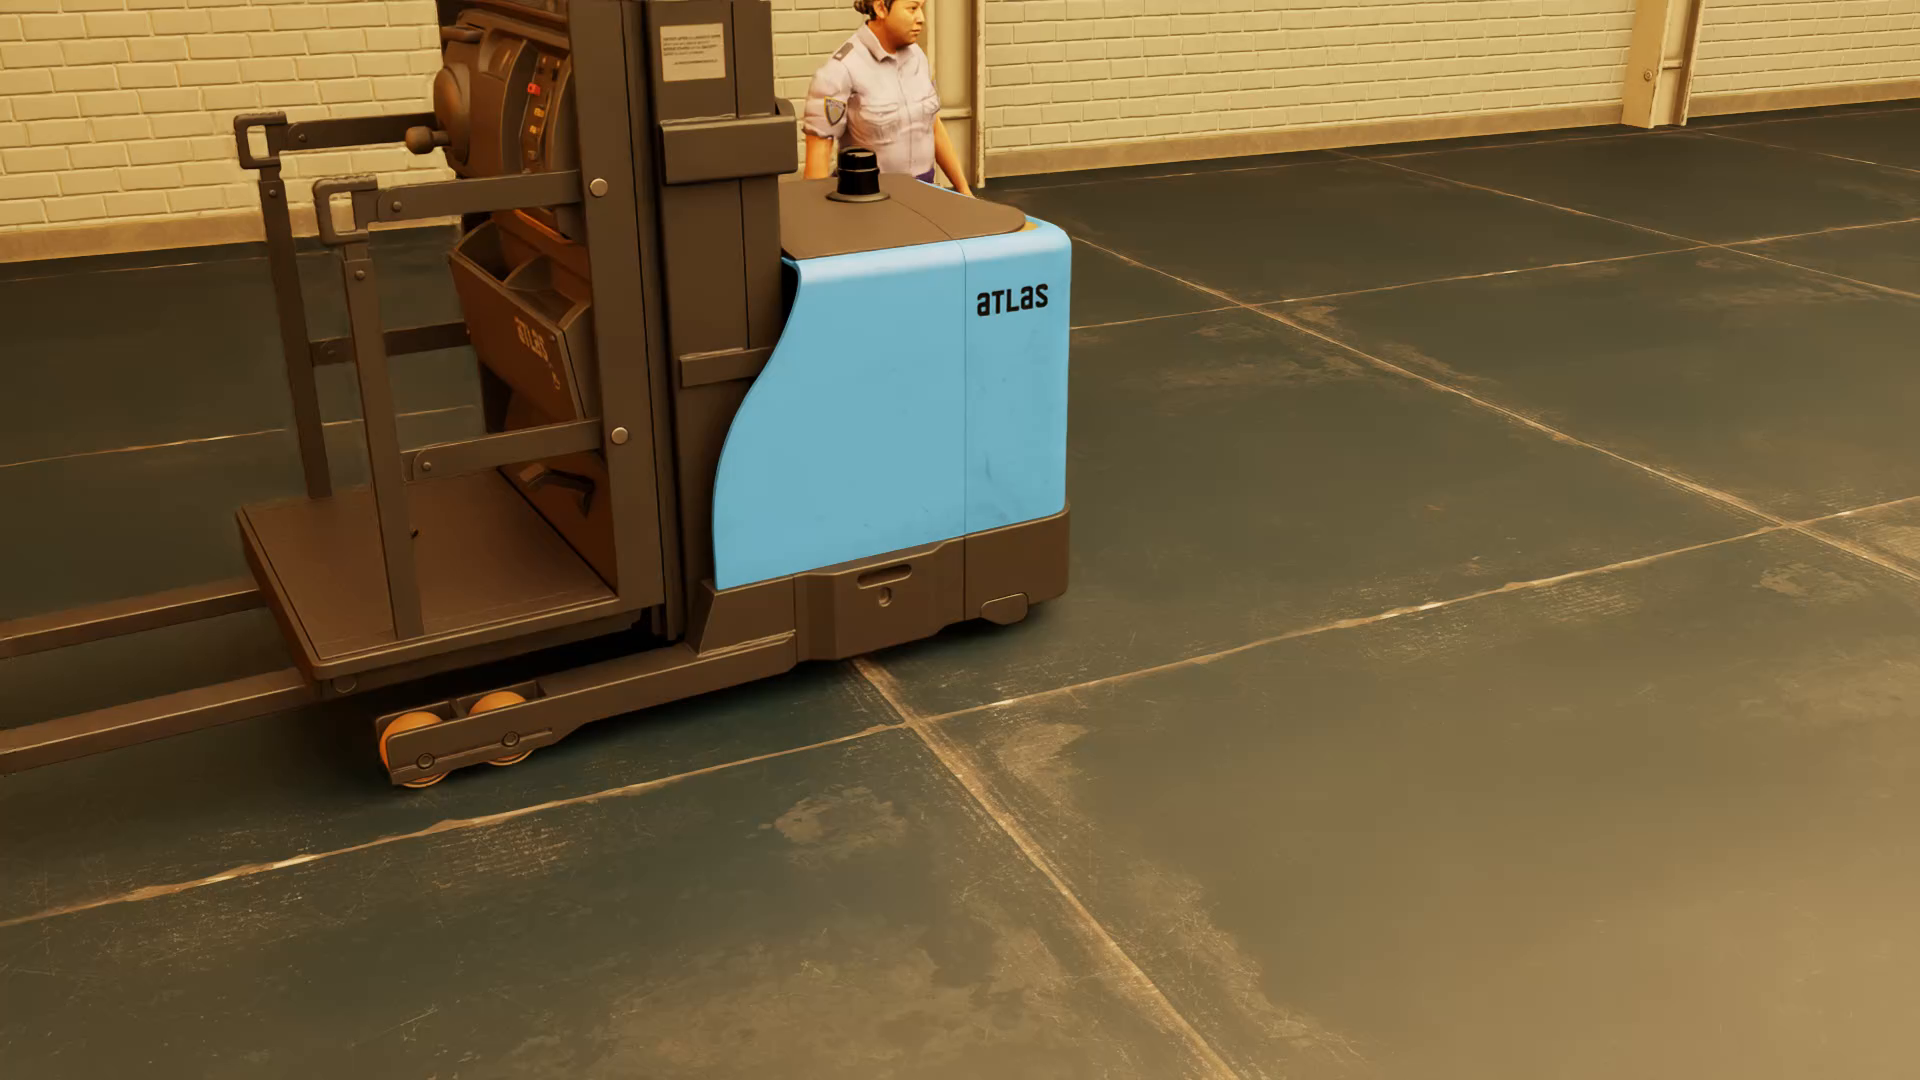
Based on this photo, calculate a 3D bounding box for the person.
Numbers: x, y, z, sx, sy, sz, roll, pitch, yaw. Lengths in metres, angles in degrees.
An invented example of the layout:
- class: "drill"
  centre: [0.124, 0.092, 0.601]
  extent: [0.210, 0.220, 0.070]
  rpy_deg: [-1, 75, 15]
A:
- class: "person"
  centre: [-0.221, -1.096, 5.630]
  extent: [0.396, 1.628, 0.726]
  rpy_deg: [18, 29, 37]

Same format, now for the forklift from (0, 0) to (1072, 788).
- class: "forklift"
  centre: [-1.233, -1.025, 3.755]
  extent: [3.031, 2.935, 1.130]
  rpy_deg: [-13, 26, -28]
